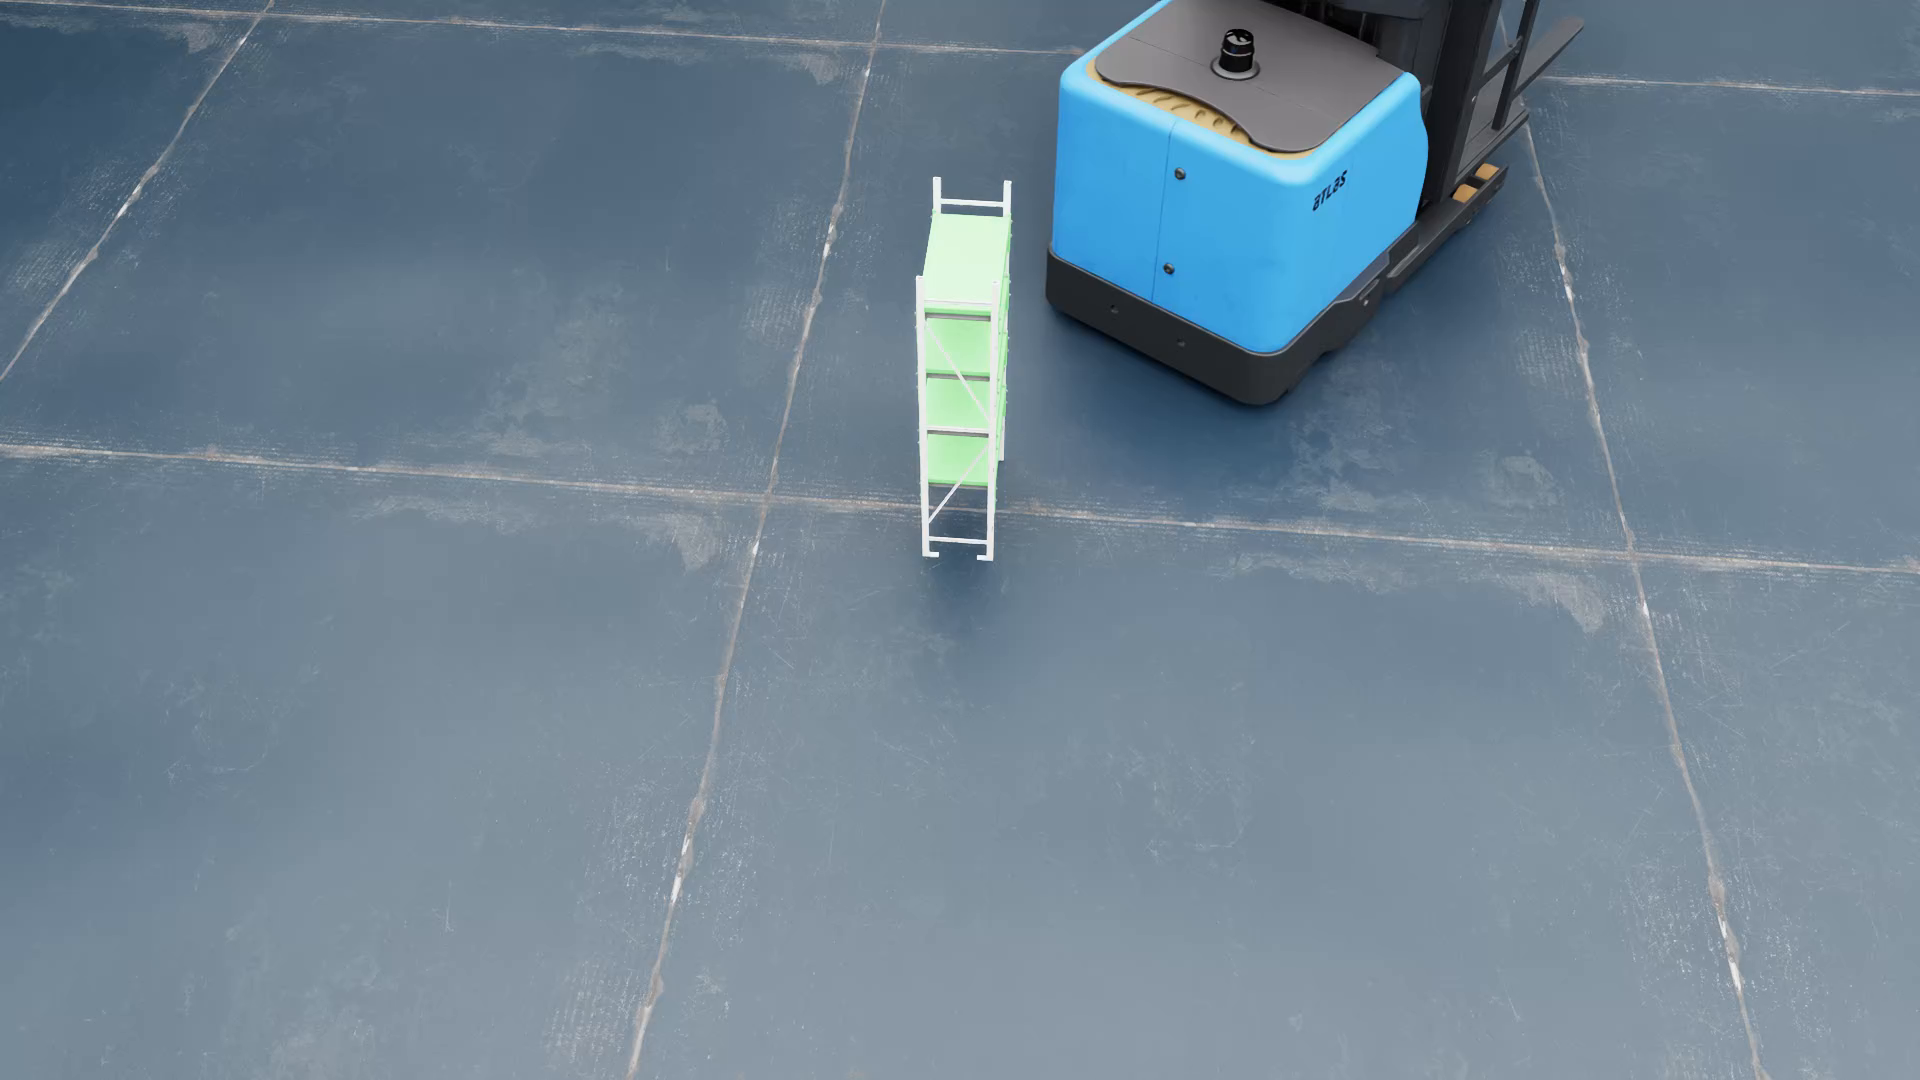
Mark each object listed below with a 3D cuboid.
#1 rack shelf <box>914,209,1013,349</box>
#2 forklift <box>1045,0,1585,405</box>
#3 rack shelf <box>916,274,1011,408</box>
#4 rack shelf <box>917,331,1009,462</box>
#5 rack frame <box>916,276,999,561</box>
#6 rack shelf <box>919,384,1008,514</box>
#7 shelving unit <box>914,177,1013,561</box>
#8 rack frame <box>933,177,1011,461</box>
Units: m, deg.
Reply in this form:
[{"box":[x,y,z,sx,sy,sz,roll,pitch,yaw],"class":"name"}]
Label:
[{"box":[0.015,-0.807,5.111,0.258,0.148,0.480,4,48,4],"class":"rack shelf"},{"box":[1.654,-2.514,6.063,1.130,2.935,3.031,31,55,25],"class":"forklift"},{"box":[0.015,-0.645,5.289,0.258,0.148,0.480,4,48,4],"class":"rack shelf"},{"box":[0.015,-0.483,5.466,0.258,0.148,0.480,4,48,4],"class":"rack shelf"},{"box":[-0.007,-0.347,5.255,0.240,1.200,0.015,4,48,4],"class":"rack frame"},{"box":[0.015,-0.321,5.643,0.258,0.148,0.480,4,48,4],"class":"rack shelf"},{"box":[0.015,-0.527,5.419,0.258,1.200,0.503,4,48,4],"class":"shelving unit"},{"box":[0.037,-0.706,5.583,0.240,1.200,0.015,4,48,4],"class":"rack frame"}]
